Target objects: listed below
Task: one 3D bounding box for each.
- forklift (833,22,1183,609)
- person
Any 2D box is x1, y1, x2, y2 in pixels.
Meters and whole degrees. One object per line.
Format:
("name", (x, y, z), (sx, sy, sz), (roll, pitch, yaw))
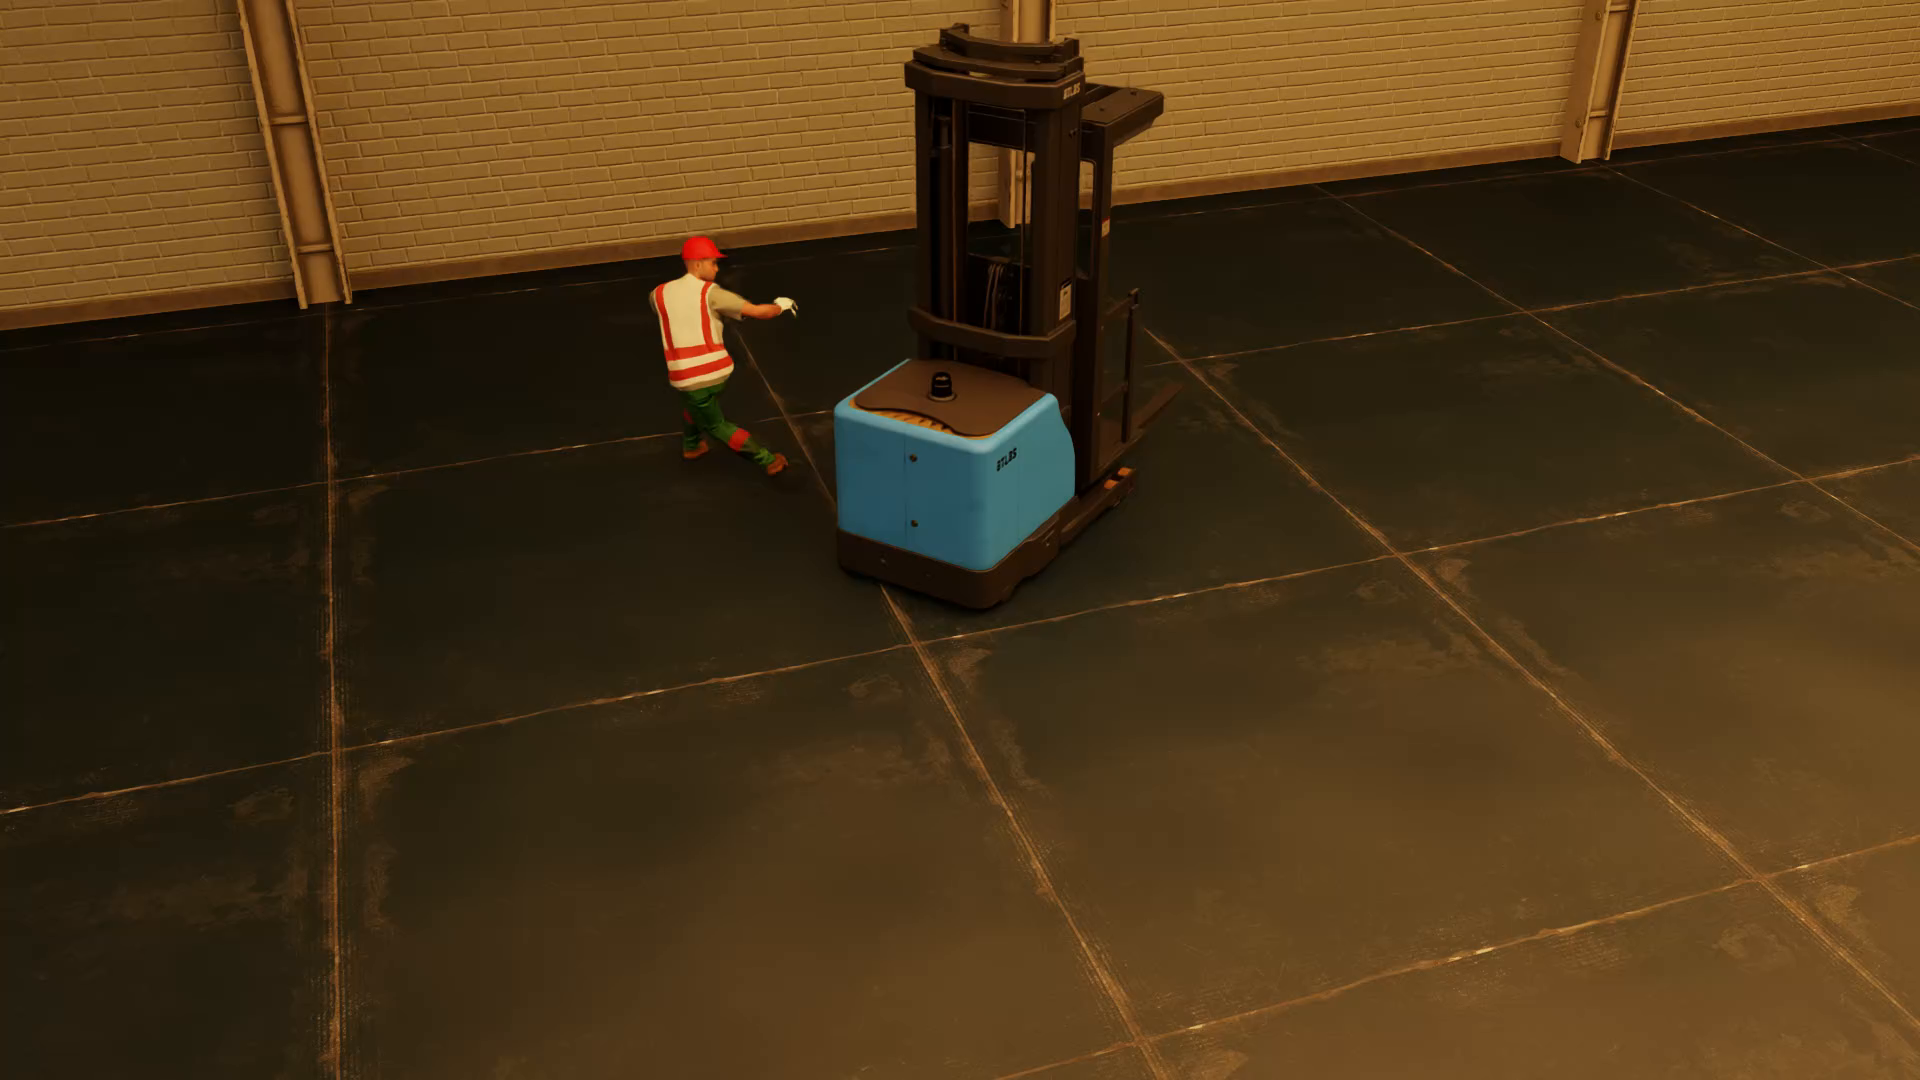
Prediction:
("forklift", (0.473, -1.588, 9.847), (1.130, 2.935, 3.031), (17, 34, 26))
("person", (-1.483, -1.189, 10.598), (0.911, 1.549, 1.147), (-7, 31, -12))
